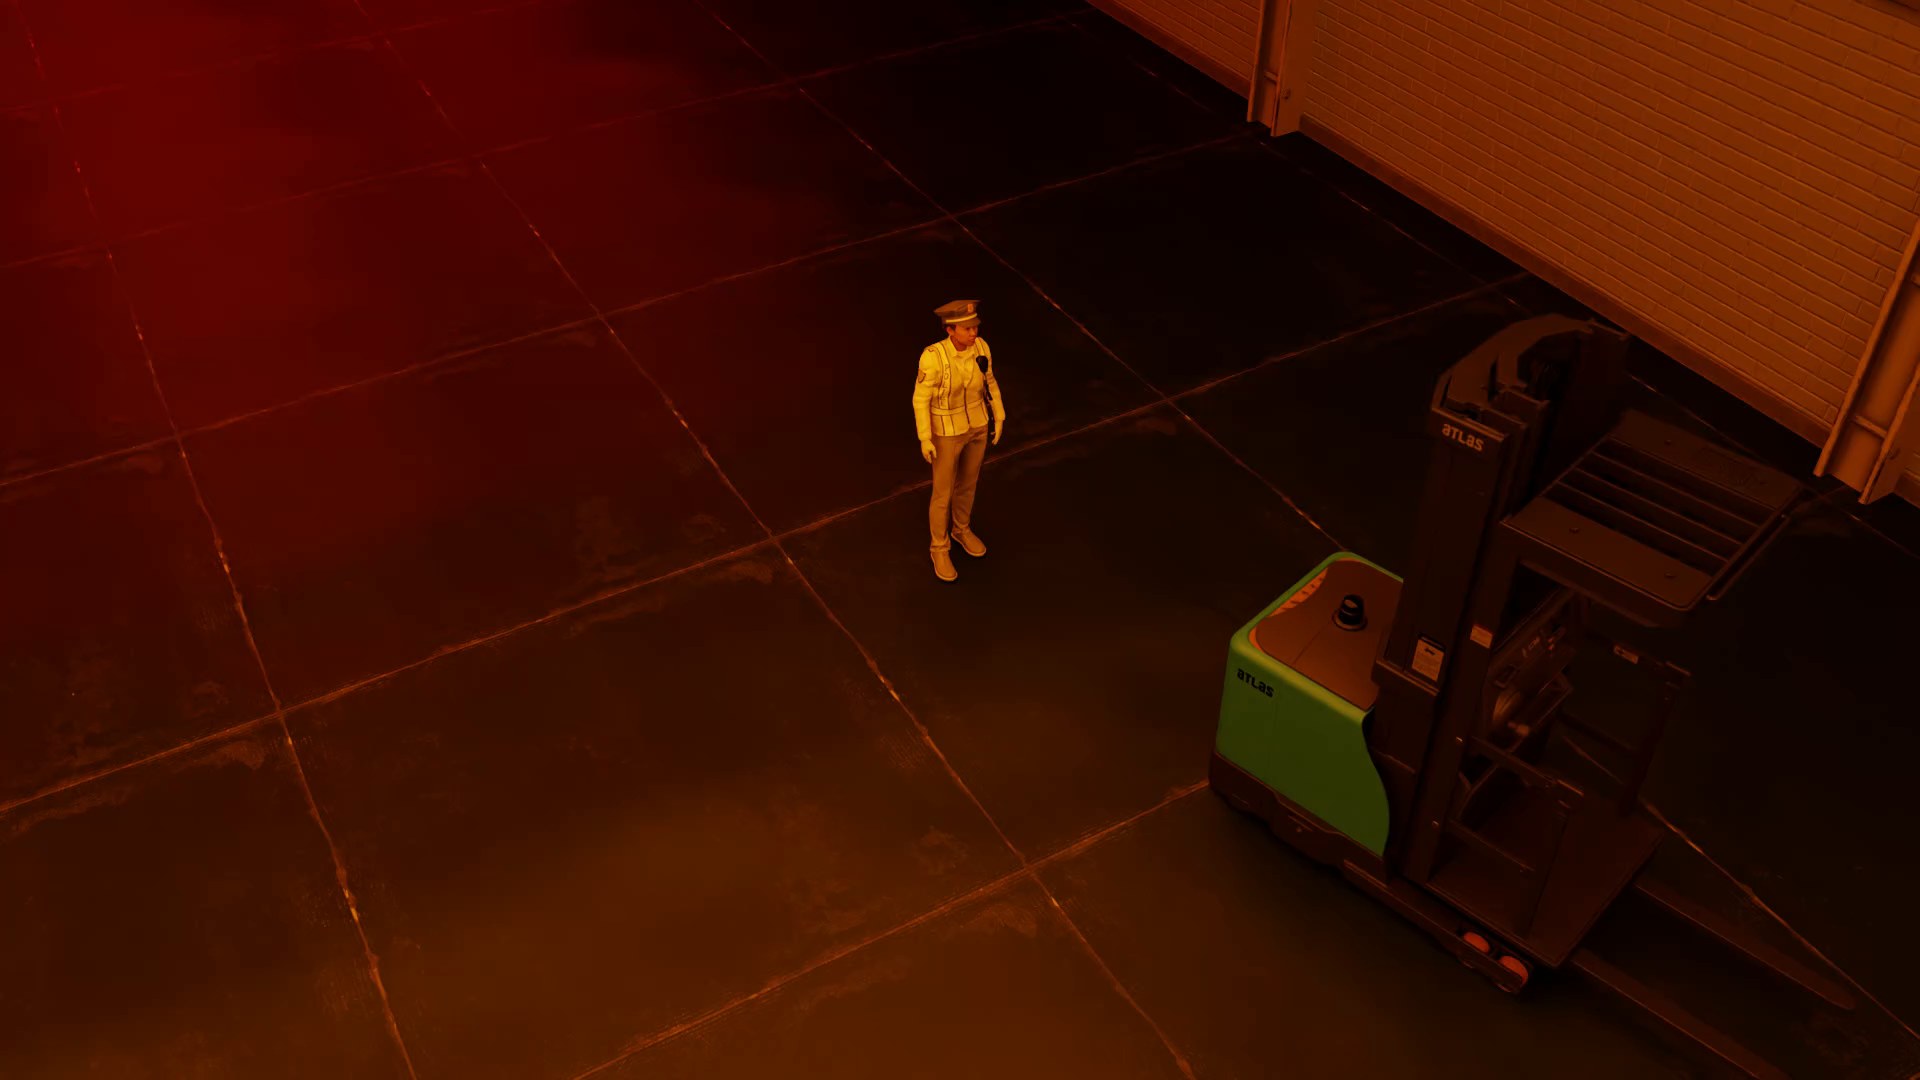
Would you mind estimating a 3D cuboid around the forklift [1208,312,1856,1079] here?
[{"bbox_3d":[2.711,0.605,7.306,3.031,2.935,1.130,32,49,32],"label":"forklift"}]

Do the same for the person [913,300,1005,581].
[{"bbox_3d":[0.028,-0.619,9.739,0.588,1.696,0.533,-20,44,-23],"label":"person"}]
